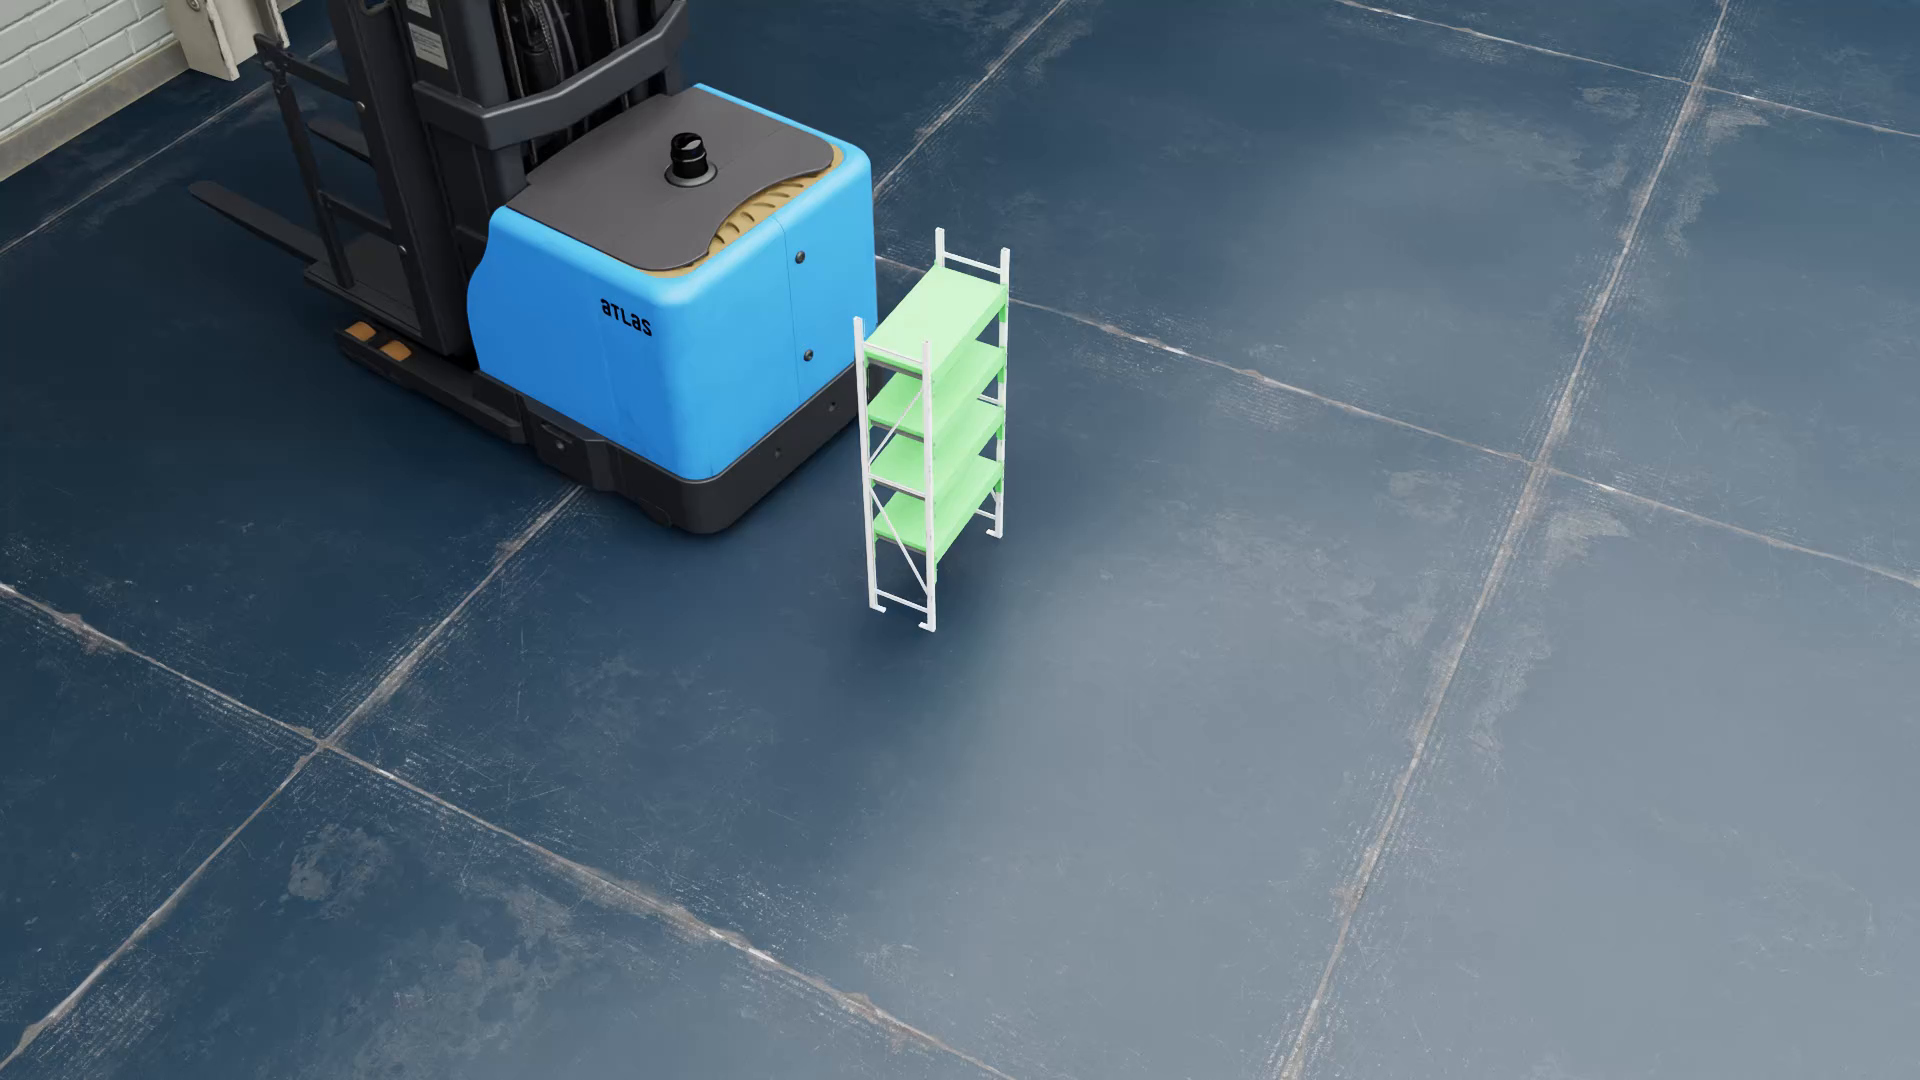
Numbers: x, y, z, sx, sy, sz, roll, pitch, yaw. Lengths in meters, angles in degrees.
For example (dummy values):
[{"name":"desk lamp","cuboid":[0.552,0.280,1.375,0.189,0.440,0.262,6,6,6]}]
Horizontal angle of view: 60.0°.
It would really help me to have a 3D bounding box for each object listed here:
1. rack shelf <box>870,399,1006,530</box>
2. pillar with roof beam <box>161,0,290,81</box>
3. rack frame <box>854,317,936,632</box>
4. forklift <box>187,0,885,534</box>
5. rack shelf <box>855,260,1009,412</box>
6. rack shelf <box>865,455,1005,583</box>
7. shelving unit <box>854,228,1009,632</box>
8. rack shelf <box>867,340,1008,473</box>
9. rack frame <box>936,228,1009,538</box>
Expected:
[{"name":"rack shelf","cuboid":[-0.077,-0.273,5.266,0.258,0.148,0.480,20,49,19]},{"name":"pillar with roof beam","cuboid":[0.307,-4.097,3.473,9.100,9.000,0.400,20,49,19]},{"name":"rack frame","cuboid":[-0.190,-0.164,5.068,0.240,1.200,0.015,20,49,19]},{"name":"forklift","cuboid":[-1.776,-1.900,5.567,3.031,2.935,1.130,27,51,24]},{"name":"rack shelf","cuboid":[-0.077,-0.610,4.924,0.258,0.148,0.480,20,49,19]},{"name":"rack shelf","cuboid":[-0.077,-0.104,5.436,0.258,0.148,0.480,20,49,19]},{"name":"shelving unit","cuboid":[-0.077,-0.317,5.220,0.258,1.200,0.503,20,49,19]},{"name":"rack shelf","cuboid":[-0.077,-0.441,5.095,0.258,0.148,0.480,20,49,19]},{"name":"rack frame","cuboid":[0.036,-0.471,5.372,0.240,1.200,0.015,20,49,19]}]
